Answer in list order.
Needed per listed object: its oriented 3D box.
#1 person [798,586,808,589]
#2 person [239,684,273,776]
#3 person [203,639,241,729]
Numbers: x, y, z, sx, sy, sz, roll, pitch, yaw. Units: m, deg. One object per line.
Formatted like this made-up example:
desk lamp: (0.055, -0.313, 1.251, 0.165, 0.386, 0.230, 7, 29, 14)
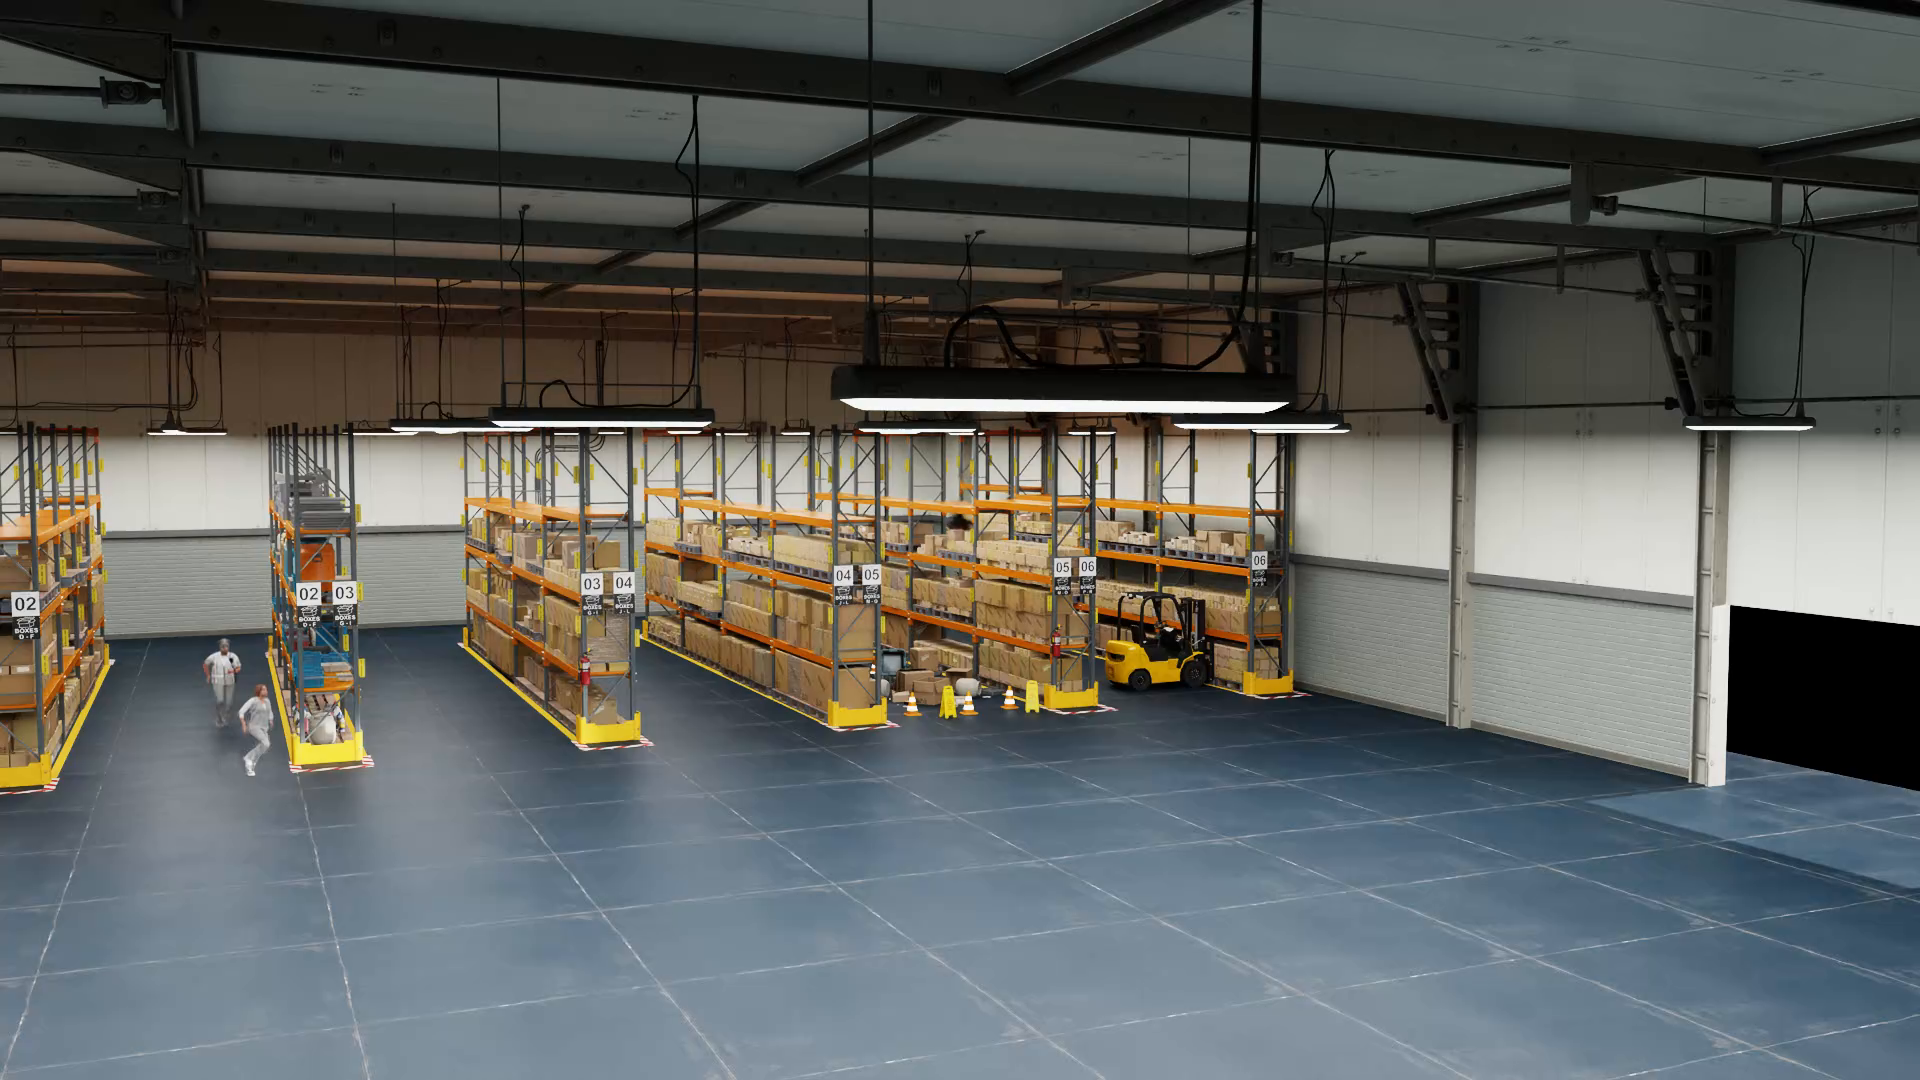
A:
person: (-4.686, 1.713, 51.260, 0.774, 1.739, 0.745, 0, 3, 4)
person: (-11.898, 3.226, 28.314, 0.514, 1.522, 0.558, 2, 4, 25)
person: (-14.534, 2.834, 32.841, 0.652, 1.773, 0.653, -2, 4, -34)
